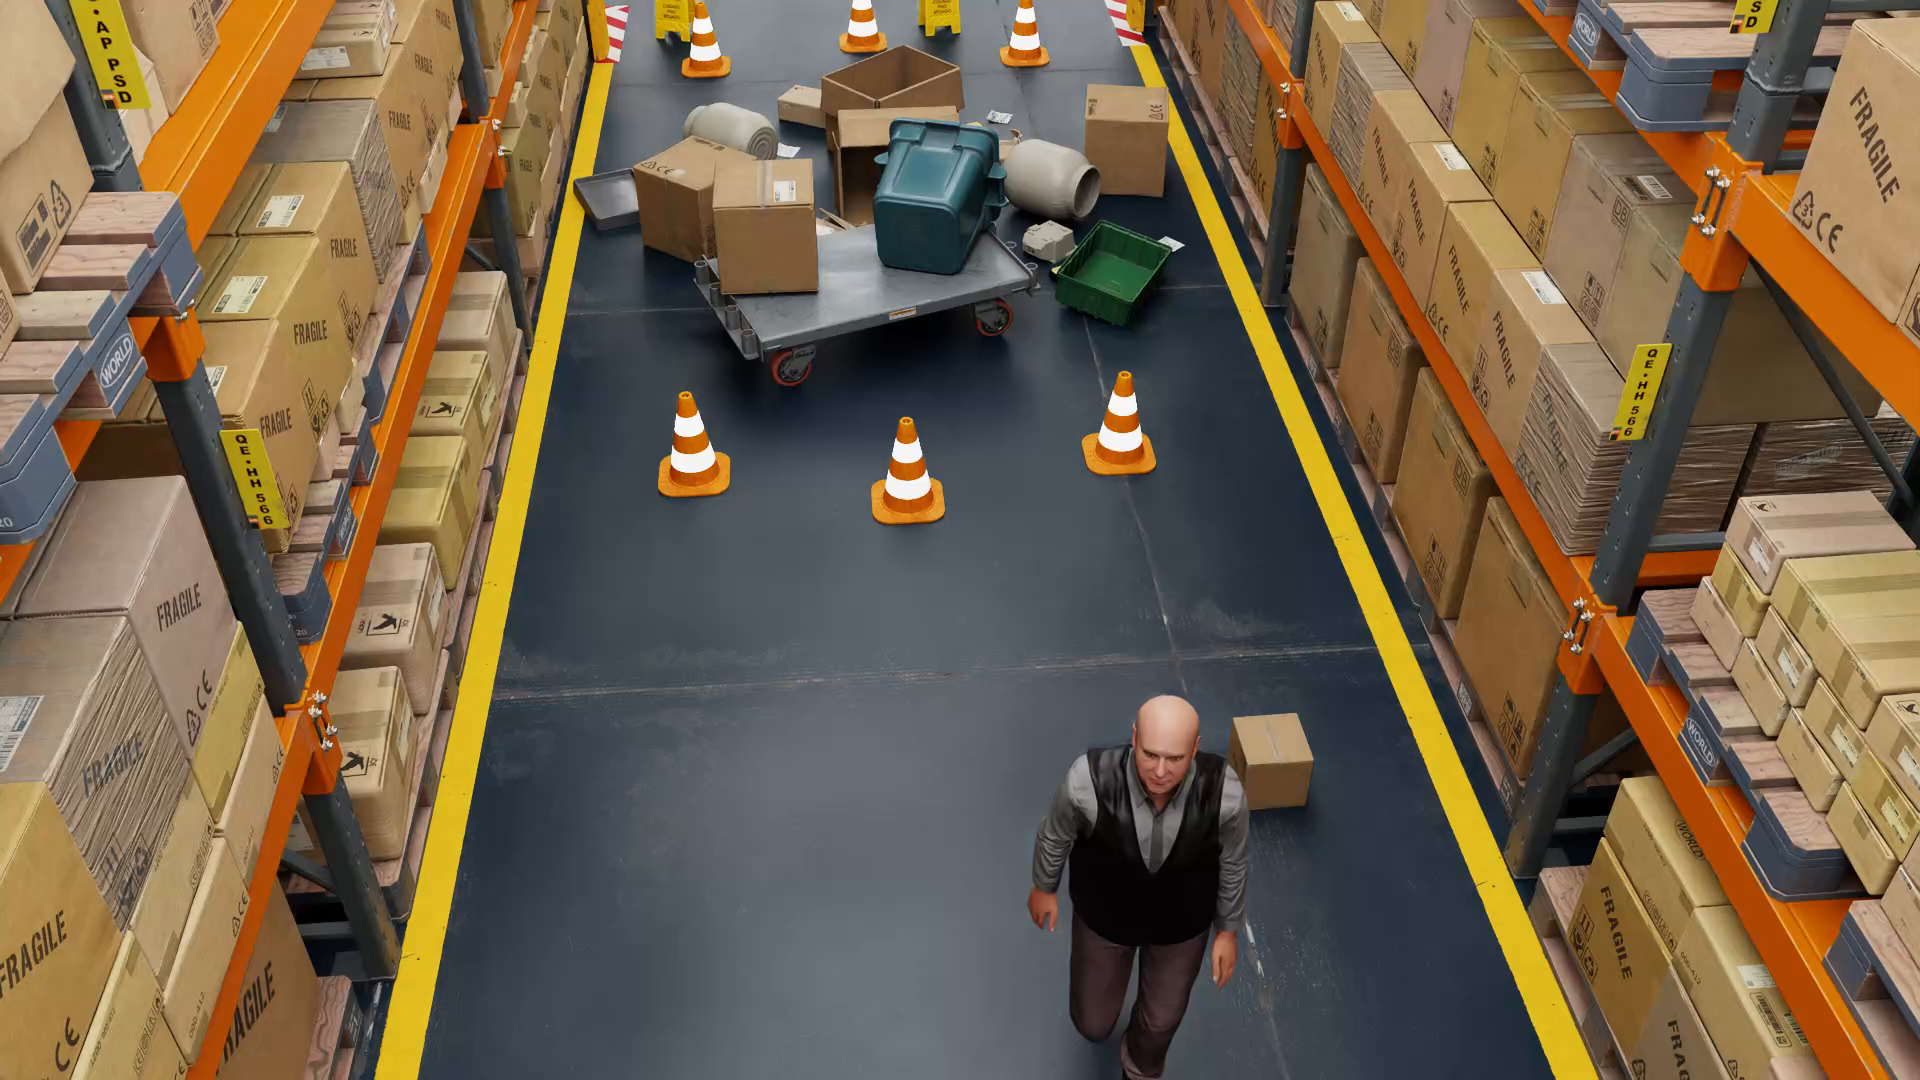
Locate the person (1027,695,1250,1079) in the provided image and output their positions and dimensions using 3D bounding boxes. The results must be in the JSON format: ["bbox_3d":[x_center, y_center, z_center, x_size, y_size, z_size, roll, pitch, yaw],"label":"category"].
[{"bbox_3d":[0.505,1.036,4.872,0.611,1.703,0.592,0,39,0],"label":"person"}]
